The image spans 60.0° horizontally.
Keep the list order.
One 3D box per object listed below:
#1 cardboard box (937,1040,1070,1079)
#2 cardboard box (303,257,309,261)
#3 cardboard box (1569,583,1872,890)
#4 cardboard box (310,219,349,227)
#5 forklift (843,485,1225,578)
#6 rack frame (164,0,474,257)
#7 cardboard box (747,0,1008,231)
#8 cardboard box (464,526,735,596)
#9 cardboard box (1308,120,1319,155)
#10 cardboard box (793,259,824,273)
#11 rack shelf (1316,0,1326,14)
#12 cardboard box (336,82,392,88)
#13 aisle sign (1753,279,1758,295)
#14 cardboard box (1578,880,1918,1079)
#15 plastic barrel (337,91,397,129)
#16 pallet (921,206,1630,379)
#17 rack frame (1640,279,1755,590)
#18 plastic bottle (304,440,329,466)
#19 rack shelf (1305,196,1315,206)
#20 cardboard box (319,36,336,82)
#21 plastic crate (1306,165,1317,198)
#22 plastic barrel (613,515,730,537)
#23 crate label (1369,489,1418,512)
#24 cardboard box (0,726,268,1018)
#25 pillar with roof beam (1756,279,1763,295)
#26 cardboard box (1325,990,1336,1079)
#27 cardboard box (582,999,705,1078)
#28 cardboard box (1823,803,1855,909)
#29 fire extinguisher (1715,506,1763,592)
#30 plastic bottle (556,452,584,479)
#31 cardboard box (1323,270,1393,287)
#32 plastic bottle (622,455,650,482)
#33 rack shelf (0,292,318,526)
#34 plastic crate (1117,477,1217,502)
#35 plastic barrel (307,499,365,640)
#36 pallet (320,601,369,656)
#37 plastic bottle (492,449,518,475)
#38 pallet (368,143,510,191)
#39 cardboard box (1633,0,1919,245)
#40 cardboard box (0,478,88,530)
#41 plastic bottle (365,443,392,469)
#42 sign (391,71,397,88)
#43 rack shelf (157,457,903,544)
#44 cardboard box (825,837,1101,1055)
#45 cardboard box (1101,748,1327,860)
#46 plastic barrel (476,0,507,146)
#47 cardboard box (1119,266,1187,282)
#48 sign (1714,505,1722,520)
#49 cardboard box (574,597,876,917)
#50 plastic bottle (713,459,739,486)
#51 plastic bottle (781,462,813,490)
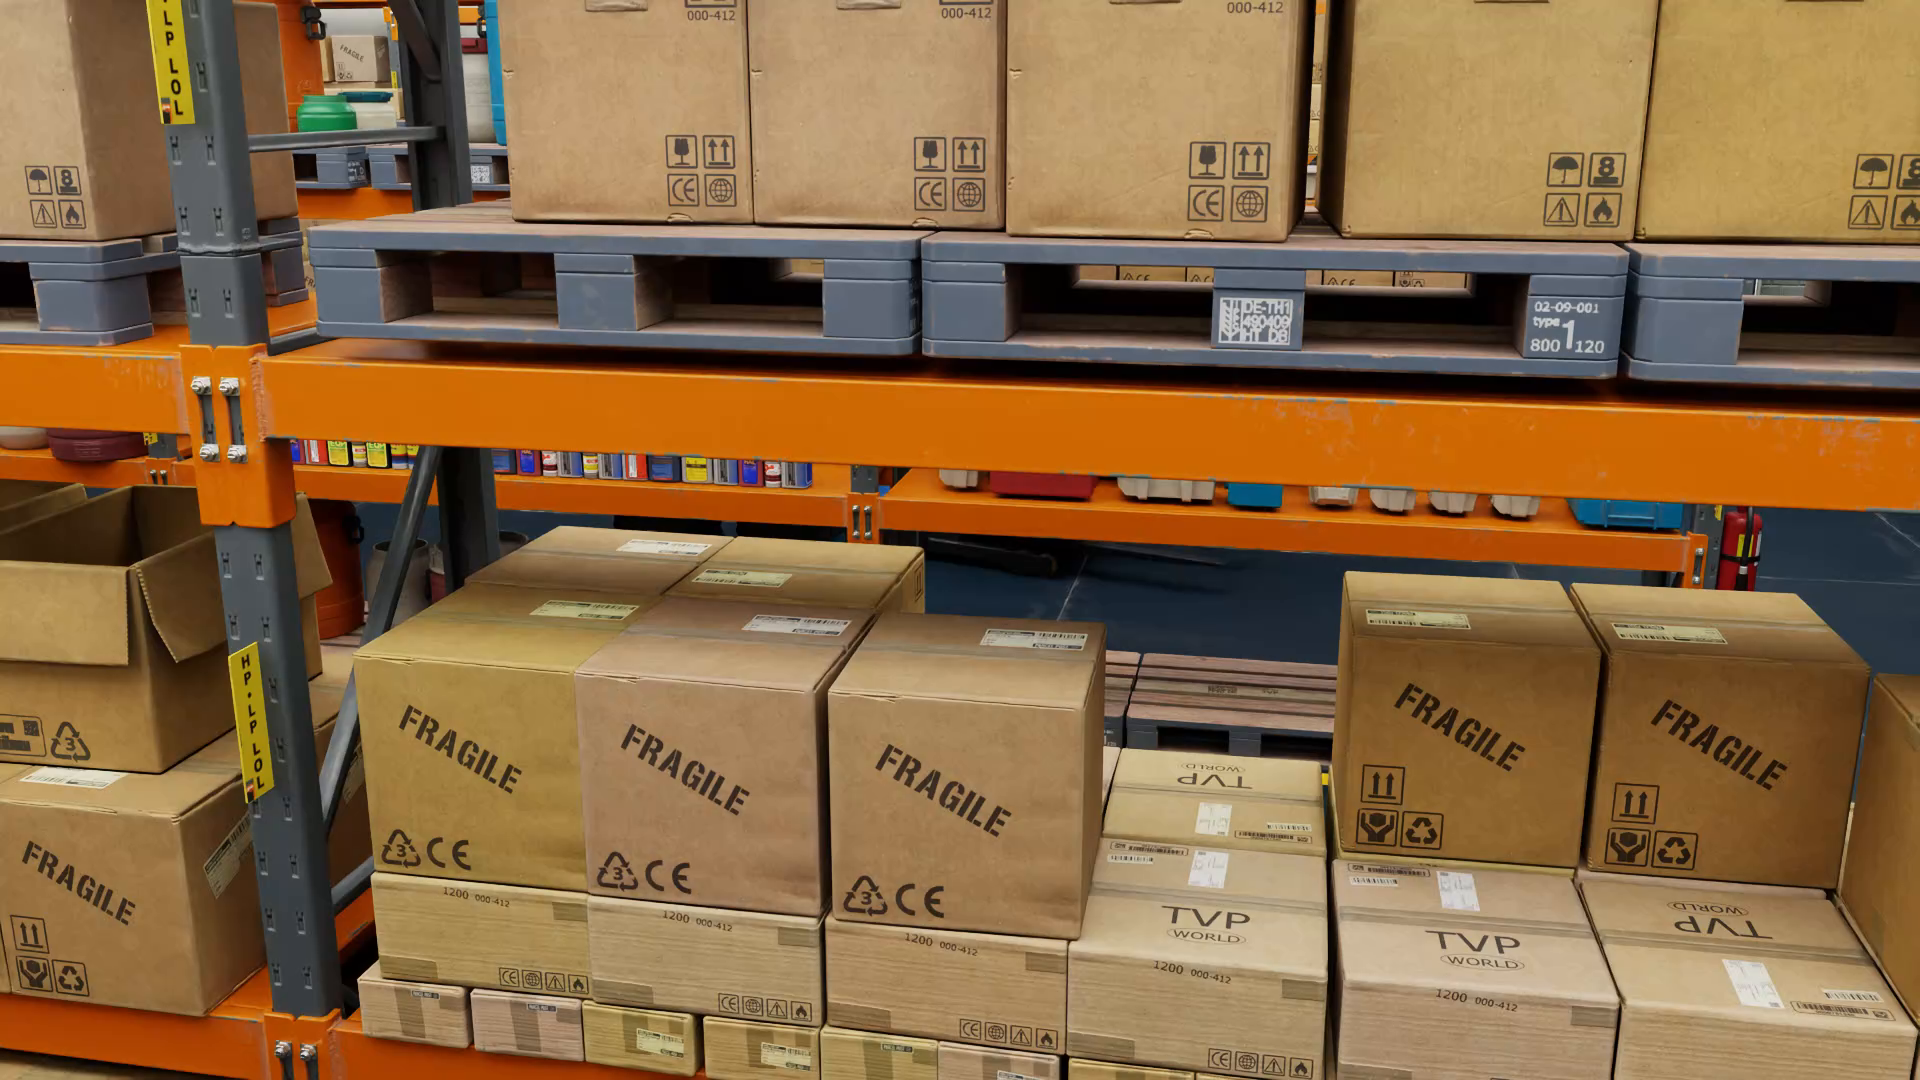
[{"bbox_3d":[0.114,1.052,3.547,0.250,0.149,0.380,3,16,12],"label":"cardboard box"},{"bbox_3d":[-5.976,-2.233,14.746,0.500,0.500,0.500,4,16,15],"label":"cardboard box"},{"bbox_3d":[1.634,0.417,3.688,0.500,0.500,0.500,3,16,10],"label":"cardboard box"},{"bbox_3d":[-7.273,-3.822,19.509,0.500,0.500,0.500,3,16,11],"label":"cardboard box"},{"bbox_3d":[0.588,-1.310,11.731,3.031,2.935,1.130,8,18,28],"label":"forklift"},{"bbox_3d":[-1.379,-2.132,3.332,0.127,3.000,1.000,3,16,11],"label":"rack frame"},{"bbox_3d":[-0.074,-0.930,3.449,0.500,0.500,0.700,4,16,14],"label":"cardboard box"},{"bbox_3d":[-0.876,0.281,4.177,0.500,0.500,0.500,4,16,13],"label":"cardboard box"},{"bbox_3d":[2.495,-3.035,12.490,0.500,0.250,0.500,3,16,11],"label":"cardboard box"},{"bbox_3d":[-1.145,-2.161,13.699,0.500,0.500,0.700,-1,16,-3],"label":"cardboard box"},{"bbox_3d":[3.542,-5.374,17.131,4.000,0.370,1.077,3,16,11],"label":"rack shelf"},{"bbox_3d":[-6.804,-5.020,19.150,0.500,0.500,0.500,4,16,13],"label":"cardboard box"},{"bbox_3d":[3.539,-1.496,7.405,0.004,0.787,0.394,3,16,11],"label":"aisle sign"},{"bbox_3d":[1.516,0.917,3.285,0.500,0.250,0.500,3,16,10],"label":"cardboard box"},{"bbox_3d":[-3.232,-2.312,9.073,0.301,0.262,0.301,0,15,0],"label":"plastic barrel"},{"bbox_3d":[0.612,-0.532,3.341,1.213,0.211,1.003,3,16,11],"label":"pallet"},{"bbox_3d":[3.527,-0.324,8.042,0.127,3.000,1.000,3,16,11],"label":"rack frame"},{"bbox_3d":[-3.499,-0.557,9.118,0.135,0.276,0.152,3,16,11],"label":"plastic bottle"},{"bbox_3d":[1.567,-1.529,8.122,4.000,0.370,1.077,3,16,11],"label":"rack shelf"},{"bbox_3d":[-7.345,-5.521,19.089,0.500,0.500,0.500,4,16,14],"label":"cardboard box"},{"bbox_3d":[1.453,-1.687,7.839,0.530,0.136,0.437,3,16,11],"label":"plastic crate"},{"bbox_3d":[-1.616,0.201,9.291,0.708,0.901,0.600,3,16,11],"label":"plastic barrel"},{"bbox_3d":[2.133,-0.249,8.155,0.243,0.136,0.396,3,16,11],"label":"crate label"},{"bbox_3d":[-1.892,0.757,3.951,0.500,0.500,0.500,3,16,11],"label":"cardboard box"},{"bbox_3d":[7.462,-4.763,12.830,0.400,9.000,9.100,3,16,11],"label":"pillar with roof beam"},{"bbox_3d":[0.870,1.092,3.400,0.250,0.149,0.380,3,16,11],"label":"cardboard box"},{"bbox_3d":[-0.640,1.011,3.695,0.250,0.149,0.380,4,16,13],"label":"cardboard box"},{"bbox_3d":[2.124,0.805,3.692,0.500,0.250,0.500,3,16,10],"label":"cardboard box"},{"bbox_3d":[3.585,0.020,7.644,0.183,0.674,0.296,3,16,11],"label":"fire extinguisher"},{"bbox_3d":[-2.054,-0.479,8.835,0.135,0.276,0.152,3,16,11],"label":"plastic bottle"},{"bbox_3d":[3.023,-2.154,12.590,0.500,0.500,0.500,4,16,13],"label":"cardboard box"},{"bbox_3d":[-1.695,-0.460,8.764,0.135,0.276,0.152,3,16,11],"label":"plastic bottle"},{"bbox_3d":[-3.339,-0.446,4.213,4.000,0.370,1.077,3,16,11],"label":"rack shelf"},{"bbox_3d":[1.067,-0.379,8.351,0.530,0.282,0.437,3,16,11],"label":"plastic crate"},{"bbox_3d":[-3.829,0.116,9.734,0.708,0.830,0.600,3,16,11],"label":"plastic barrel"},{"bbox_3d":[-3.531,0.625,9.839,1.213,0.211,1.003,3,16,11],"label":"pallet"},{"bbox_3d":[-2.438,-0.535,8.896,0.185,0.351,0.144,3,16,11],"label":"plastic bottle"},{"bbox_3d":[-2.292,-1.967,8.708,1.213,0.211,1.003,3,16,11],"label":"pallet"},{"bbox_3d":[1.493,-0.848,3.153,0.500,0.500,0.700,3,16,9],"label":"cardboard box"},{"bbox_3d":[-2.677,0.156,4.243,0.637,0.503,0.797,3,16,12],"label":"cardboard box"},{"bbox_3d":[-3.151,-0.530,9.004,0.133,0.283,0.061,3,16,11],"label":"plastic bottle"},{"bbox_3d":[-6.358,-5.106,18.719,0.005,0.325,0.100,3,16,11],"label":"sign"},{"bbox_3d":[-2.352,-0.296,9.290,4.000,0.370,1.077,3,16,11],"label":"rack shelf"},{"bbox_3d":[0.024,0.835,3.581,0.500,0.250,0.500,4,16,12],"label":"cardboard box"},{"bbox_3d":[0.609,0.725,3.981,0.500,0.250,0.500,3,16,10],"label":"cardboard box"},{"bbox_3d":[-2.095,-2.477,8.470,0.708,0.901,0.600,3,16,11],"label":"plastic barrel"},{"bbox_3d":[1.510,-2.236,12.886,0.500,0.500,0.500,3,16,9],"label":"cardboard box"},{"bbox_3d":[3.434,-0.258,7.498,0.005,0.325,0.100,3,16,11],"label":"sign"},{"bbox_3d":[-0.480,0.447,3.578,0.500,0.500,0.500,3,16,11],"label":"cardboard box"},{"bbox_3d":[-1.201,-0.433,8.667,0.135,0.276,0.152,3,16,11],"label":"plastic bottle"},{"bbox_3d":[-0.843,-0.413,8.597,0.135,0.276,0.152,3,16,11],"label":"plastic bottle"}]
